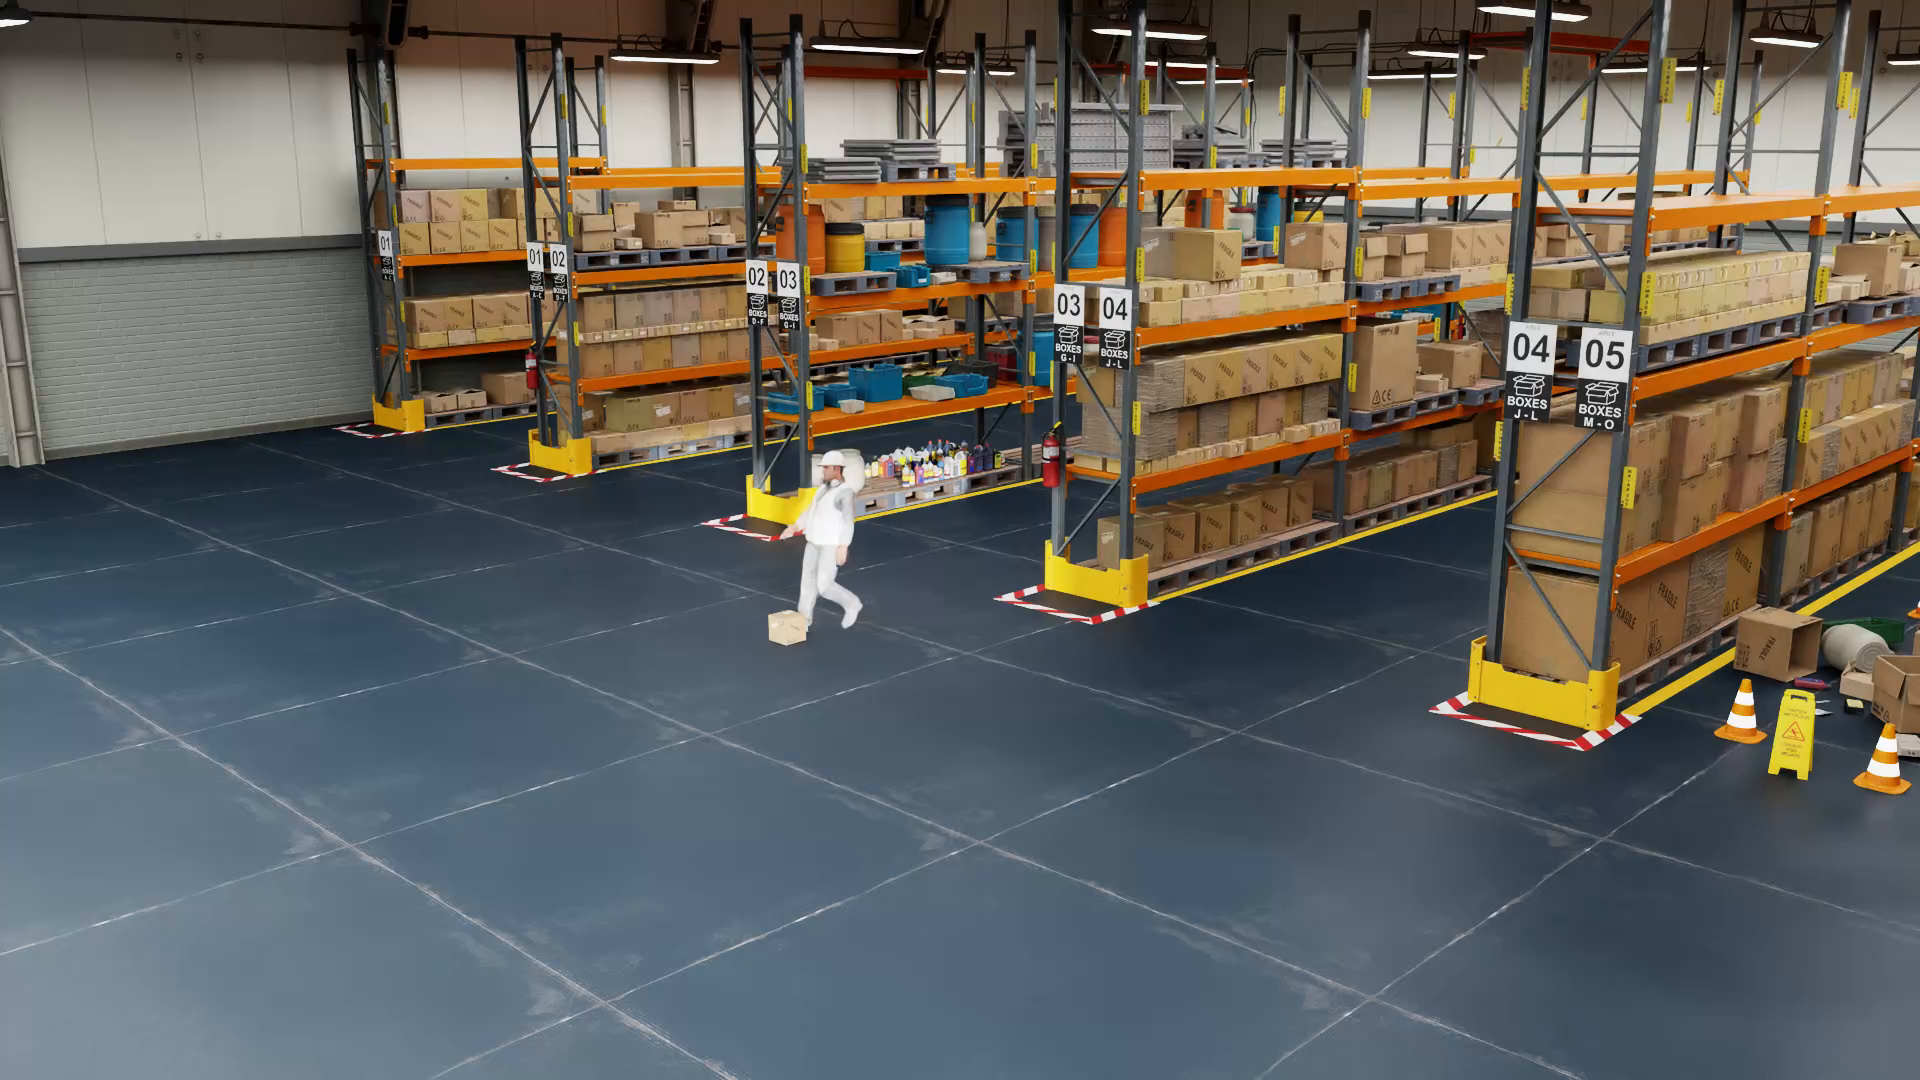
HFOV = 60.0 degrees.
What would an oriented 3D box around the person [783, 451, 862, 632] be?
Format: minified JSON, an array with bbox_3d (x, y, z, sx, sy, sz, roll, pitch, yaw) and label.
[{"bbox_3d":[-1.356,0.032,15.863,0.808,1.716,0.611,-10,17,-36],"label":"person"}]
